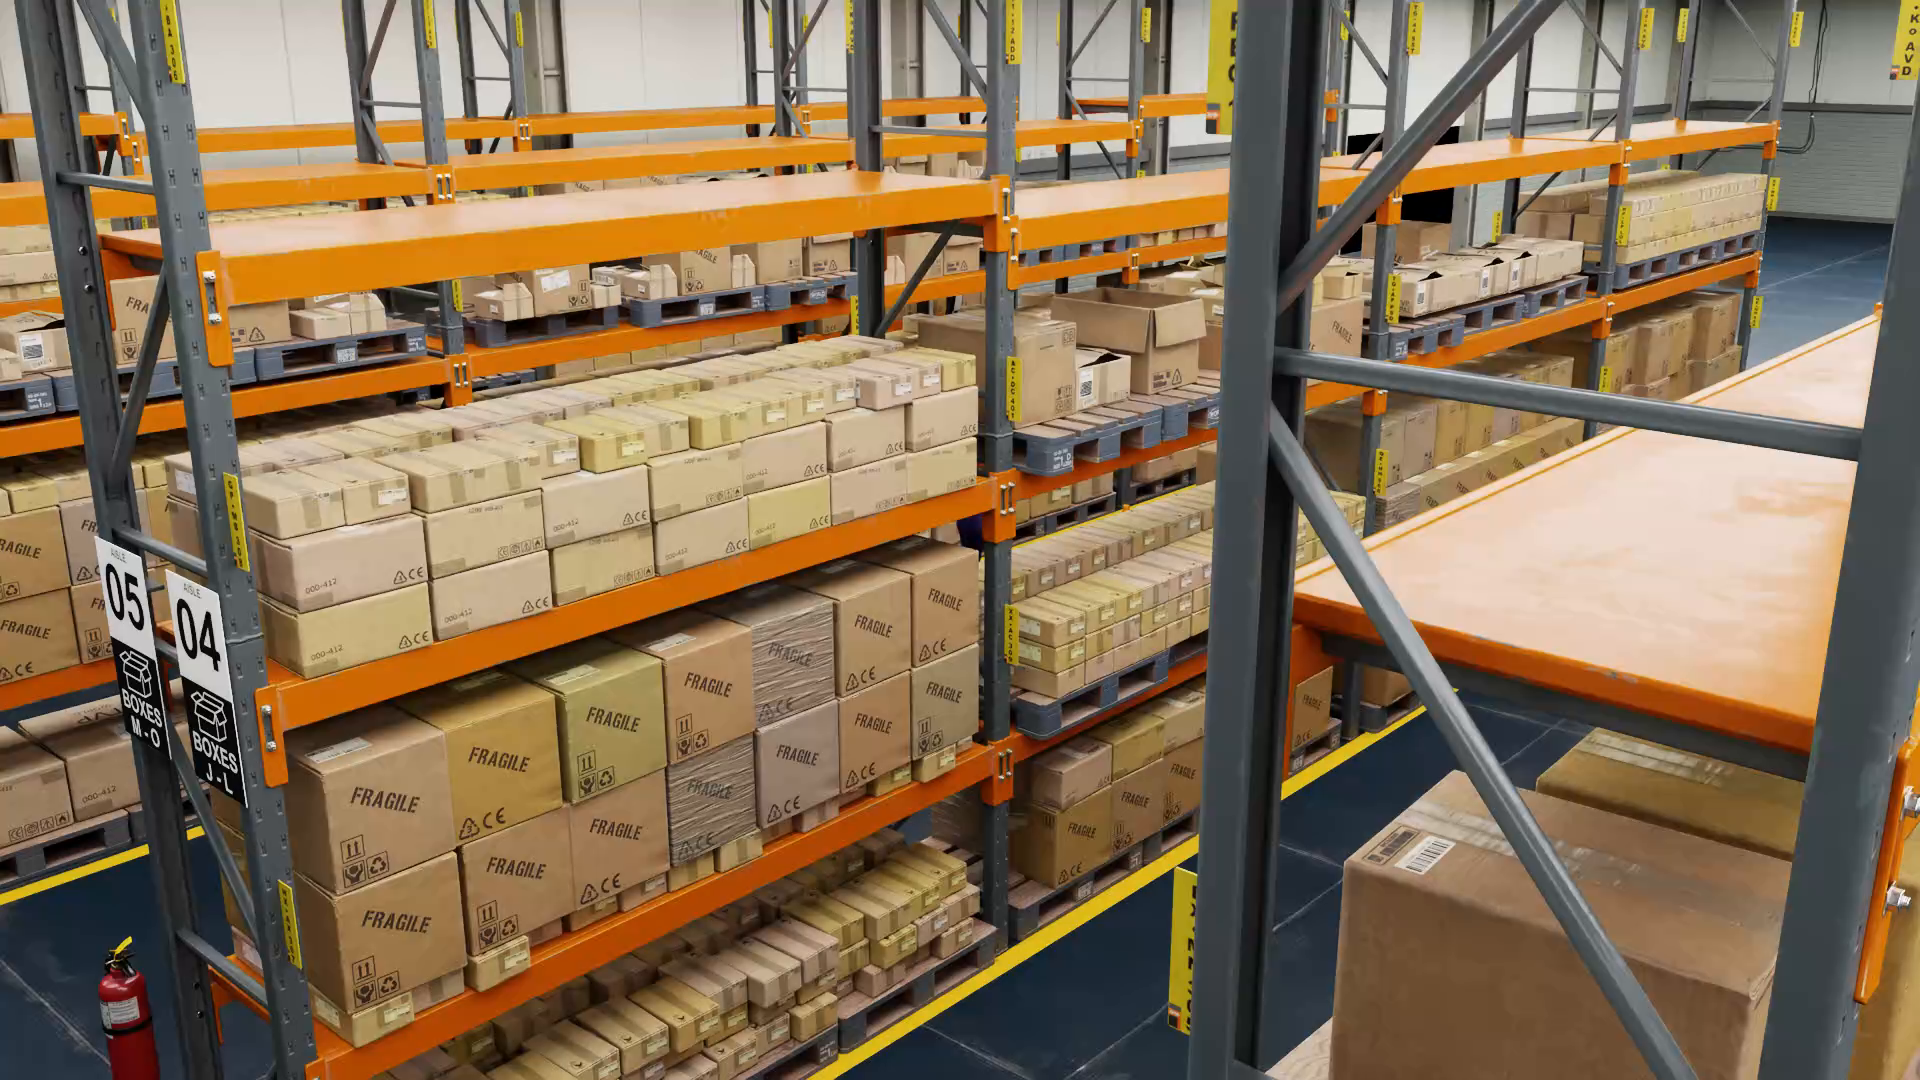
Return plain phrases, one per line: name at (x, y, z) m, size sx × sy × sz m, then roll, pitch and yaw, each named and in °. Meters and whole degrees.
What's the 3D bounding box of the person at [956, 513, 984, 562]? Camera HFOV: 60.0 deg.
person at (0.200, -0.163, 14.768) m, size 0.538 × 1.651 × 0.378 m, roll 14°, pitch 22°, yaw 38°
